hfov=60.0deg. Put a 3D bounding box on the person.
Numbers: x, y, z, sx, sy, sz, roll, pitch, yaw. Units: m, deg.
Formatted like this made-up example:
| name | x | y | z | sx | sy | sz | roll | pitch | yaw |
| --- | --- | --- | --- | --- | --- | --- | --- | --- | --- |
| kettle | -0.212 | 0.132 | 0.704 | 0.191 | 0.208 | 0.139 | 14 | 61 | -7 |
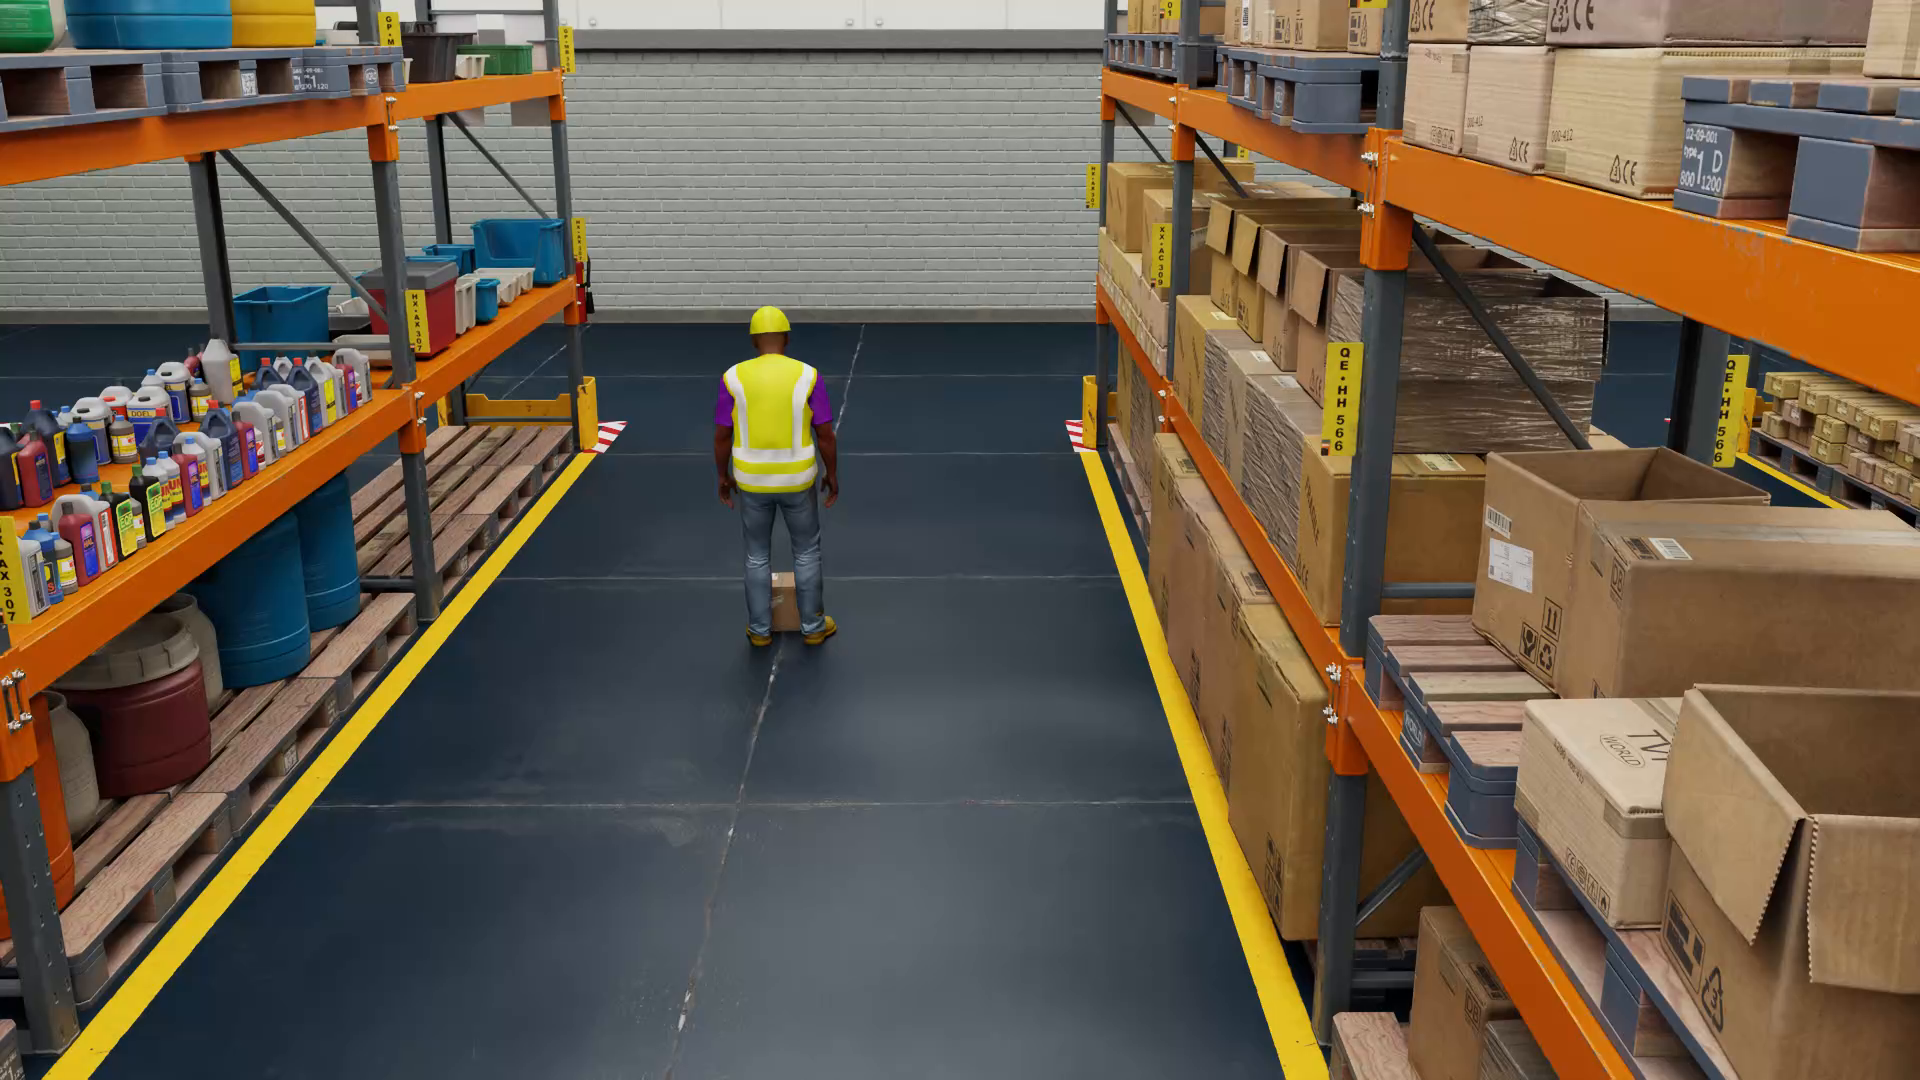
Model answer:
| name | x | y | z | sx | sy | sz | roll | pitch | yaw |
| --- | --- | --- | --- | --- | --- | --- | --- | --- | --- |
| person | -0.940 | -0.322 | 8.566 | 0.626 | 1.761 | 0.459 | 0 | 17 | -1 |
